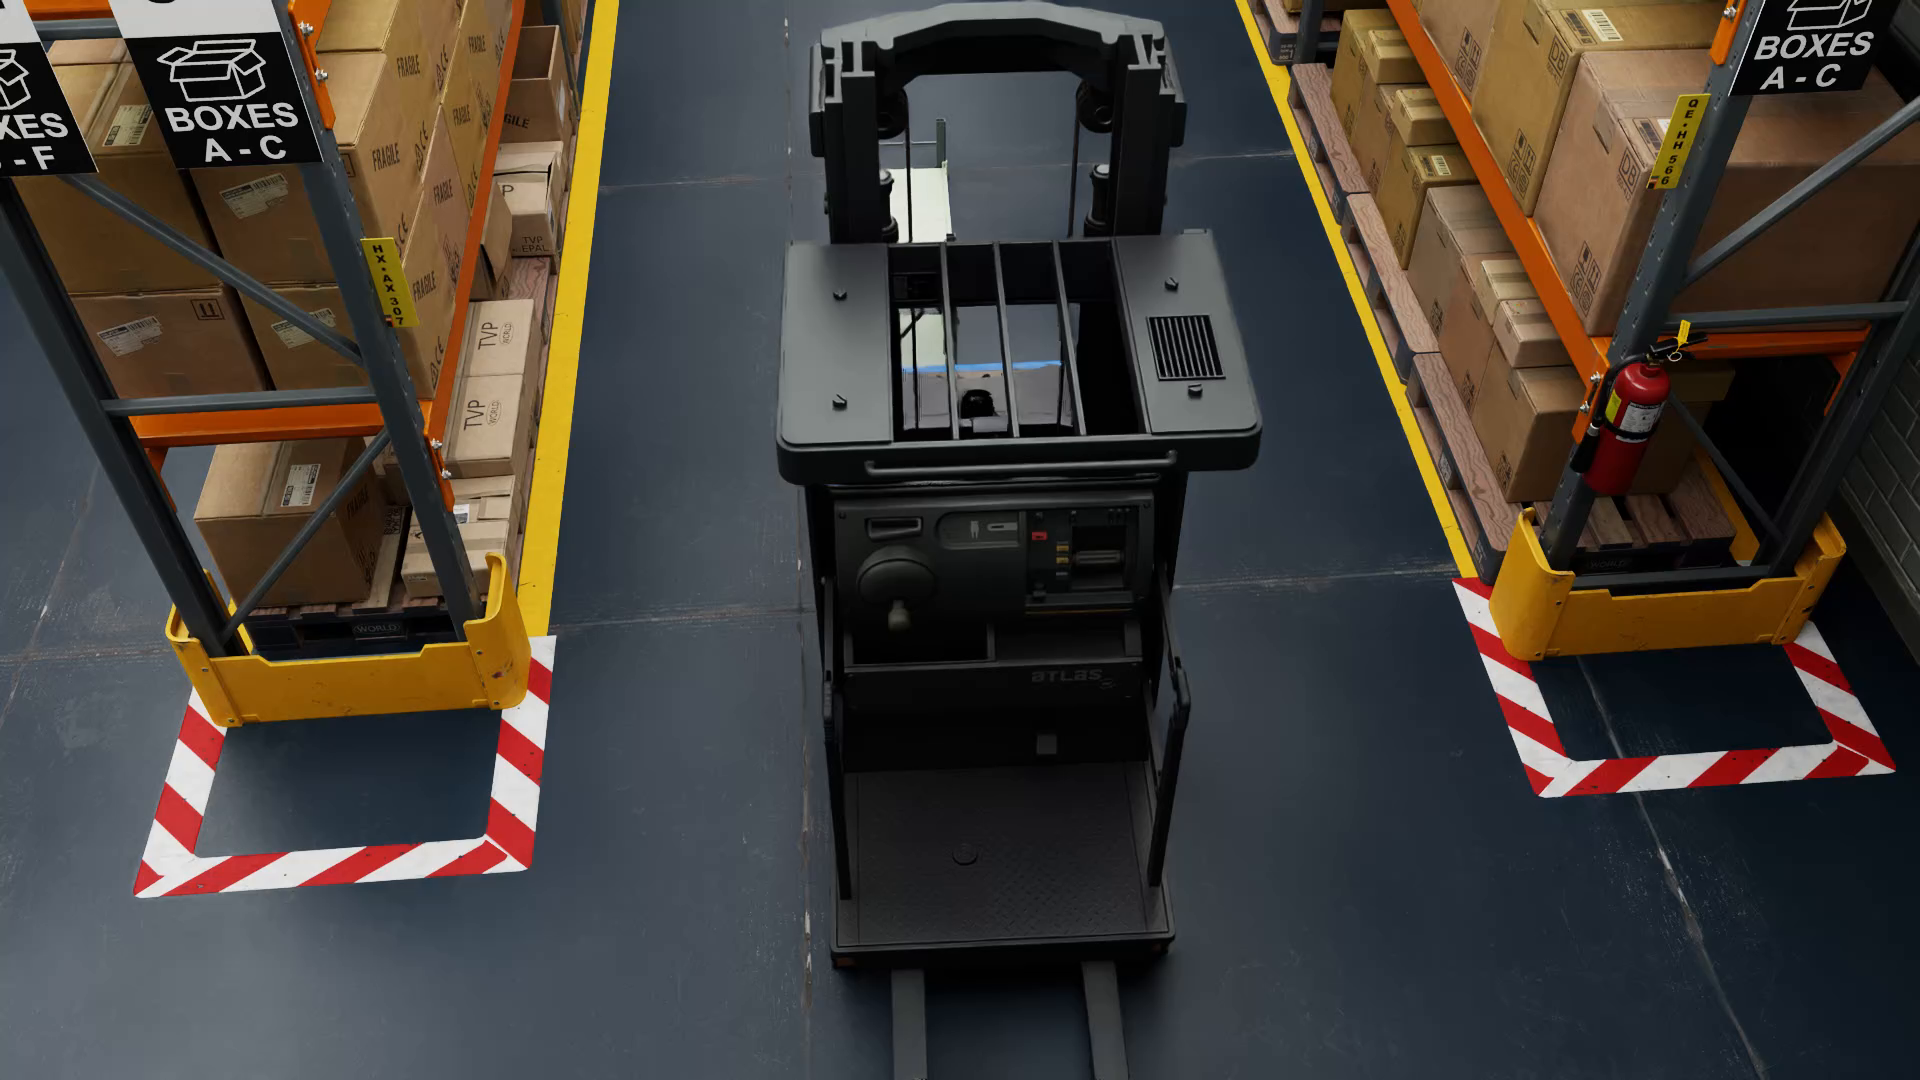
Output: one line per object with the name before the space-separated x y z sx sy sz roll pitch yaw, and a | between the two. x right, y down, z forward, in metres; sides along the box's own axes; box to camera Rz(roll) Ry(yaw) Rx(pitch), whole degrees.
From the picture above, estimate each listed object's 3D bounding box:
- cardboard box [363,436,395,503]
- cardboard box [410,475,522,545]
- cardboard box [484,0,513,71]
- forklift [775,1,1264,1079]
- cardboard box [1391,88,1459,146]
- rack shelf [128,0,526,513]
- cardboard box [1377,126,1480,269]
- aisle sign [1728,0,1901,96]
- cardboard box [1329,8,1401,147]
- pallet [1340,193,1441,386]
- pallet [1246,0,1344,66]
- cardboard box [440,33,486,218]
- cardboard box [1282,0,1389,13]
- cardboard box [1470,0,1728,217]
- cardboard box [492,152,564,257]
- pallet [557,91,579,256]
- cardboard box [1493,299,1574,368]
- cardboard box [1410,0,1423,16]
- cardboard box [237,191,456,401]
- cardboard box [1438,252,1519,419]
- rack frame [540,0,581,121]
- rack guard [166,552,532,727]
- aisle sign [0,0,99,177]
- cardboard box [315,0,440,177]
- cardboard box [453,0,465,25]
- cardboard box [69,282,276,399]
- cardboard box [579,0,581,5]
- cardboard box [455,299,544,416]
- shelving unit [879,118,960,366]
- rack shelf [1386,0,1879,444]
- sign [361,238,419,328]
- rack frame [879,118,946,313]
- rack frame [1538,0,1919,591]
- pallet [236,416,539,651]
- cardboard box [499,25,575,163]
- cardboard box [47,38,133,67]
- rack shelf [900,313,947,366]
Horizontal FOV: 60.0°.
cardboard box | -2.473 -0.286 6.739 0.380 0.166 0.250 -3 47 -3
cardboard box | -1.951 -0.113 6.576 0.380 0.166 0.250 -3 47 -3
cardboard box | -2.185 -2.270 6.901 0.500 0.500 0.500 -3 47 -2
forklift | 0.115 0.158 4.718 1.130 2.935 3.031 -2 47 -2
cardboard box | 2.215 -1.954 7.656 0.380 0.149 0.250 -5 47 -4
rack shelf | -2.405 -1.631 6.861 1.077 0.370 4.000 -3 47 -3
cardboard box | 2.404 -1.632 7.798 0.700 0.500 0.500 -3 47 -2
aisle sign | 2.406 -1.559 4.507 0.394 0.787 0.004 -3 47 -3
cardboard box | 2.324 -2.367 8.495 0.700 0.500 0.500 -3 47 -3
pallet | 2.455 -1.231 7.907 1.003 0.211 1.213 -3 47 -3
pallet | 2.224 -3.224 9.795 1.003 0.211 1.213 -3 47 -3
cardboard box | -2.099 -1.539 6.210 0.500 0.500 0.500 -4 47 -3
cardboard box | 2.180 -3.497 9.324 0.750 0.750 0.750 -3 47 -3
cardboard box | 2.574 -1.733 6.255 0.980 0.700 0.700 -4 47 -4
cardboard box | -2.179 -1.615 7.899 0.500 0.311 0.500 -3 47 -3
pallet | -2.516 -1.870 8.512 1.003 0.211 1.213 -3 47 -3
cardboard box | 2.348 -0.826 6.588 0.380 0.149 0.250 -4 47 -4
cardboard box | 2.448 -2.811 7.276 0.980 0.700 0.700 -5 47 -4
cardboard box | -2.012 -0.803 5.512 0.500 0.500 0.500 -3 47 -2
cardboard box | 2.498 -0.883 7.089 0.700 0.500 0.500 -4 47 -3
rack frame | -2.572 -3.326 7.970 1.000 3.000 0.127 -3 47 -3
rack guard | -2.244 0.373 6.189 1.175 0.500 0.348 -3 47 -3
aisle sign | -2.537 -1.258 4.221 0.394 0.787 0.004 -3 47 -3
cardboard box | -2.063 -1.525 5.507 0.500 0.500 0.500 -3 47 -3
cardboard box | -2.144 -2.254 6.198 0.500 0.500 0.500 -4 47 -4
cardboard box | -2.546 -0.774 5.484 0.500 0.500 0.500 -2 47 -2
cardboard box | -2.426 -3.367 9.428 0.500 0.500 0.500 -3 47 -3
cardboard box | -2.084 -0.772 7.142 0.500 0.250 0.500 -3 47 -3
shelving unit | -0.235 -0.812 6.623 0.431 1.500 0.755 -2 47 -2
rack shelf | 2.531 -1.935 7.149 1.077 0.370 4.000 -3 47 -3
sign | -1.697 -0.762 4.946 0.100 0.325 0.005 -3 47 -3
rack frame | -0.255 -1.078 6.874 0.400 1.500 0.023 -2 47 -2
rack frame | 2.699 -0.735 5.517 1.000 3.000 0.127 -3 47 -3
pallet | -2.312 -0.104 6.840 1.003 0.211 1.213 -3 47 -3
cardboard box | -2.242 -2.222 8.344 0.500 0.500 0.500 -3 47 -3
cardboard box | -2.592 -1.481 5.465 0.500 0.500 0.500 -2 47 -2
rack shelf | -0.235 -0.588 6.859 0.431 0.370 0.720 -2 47 -2
